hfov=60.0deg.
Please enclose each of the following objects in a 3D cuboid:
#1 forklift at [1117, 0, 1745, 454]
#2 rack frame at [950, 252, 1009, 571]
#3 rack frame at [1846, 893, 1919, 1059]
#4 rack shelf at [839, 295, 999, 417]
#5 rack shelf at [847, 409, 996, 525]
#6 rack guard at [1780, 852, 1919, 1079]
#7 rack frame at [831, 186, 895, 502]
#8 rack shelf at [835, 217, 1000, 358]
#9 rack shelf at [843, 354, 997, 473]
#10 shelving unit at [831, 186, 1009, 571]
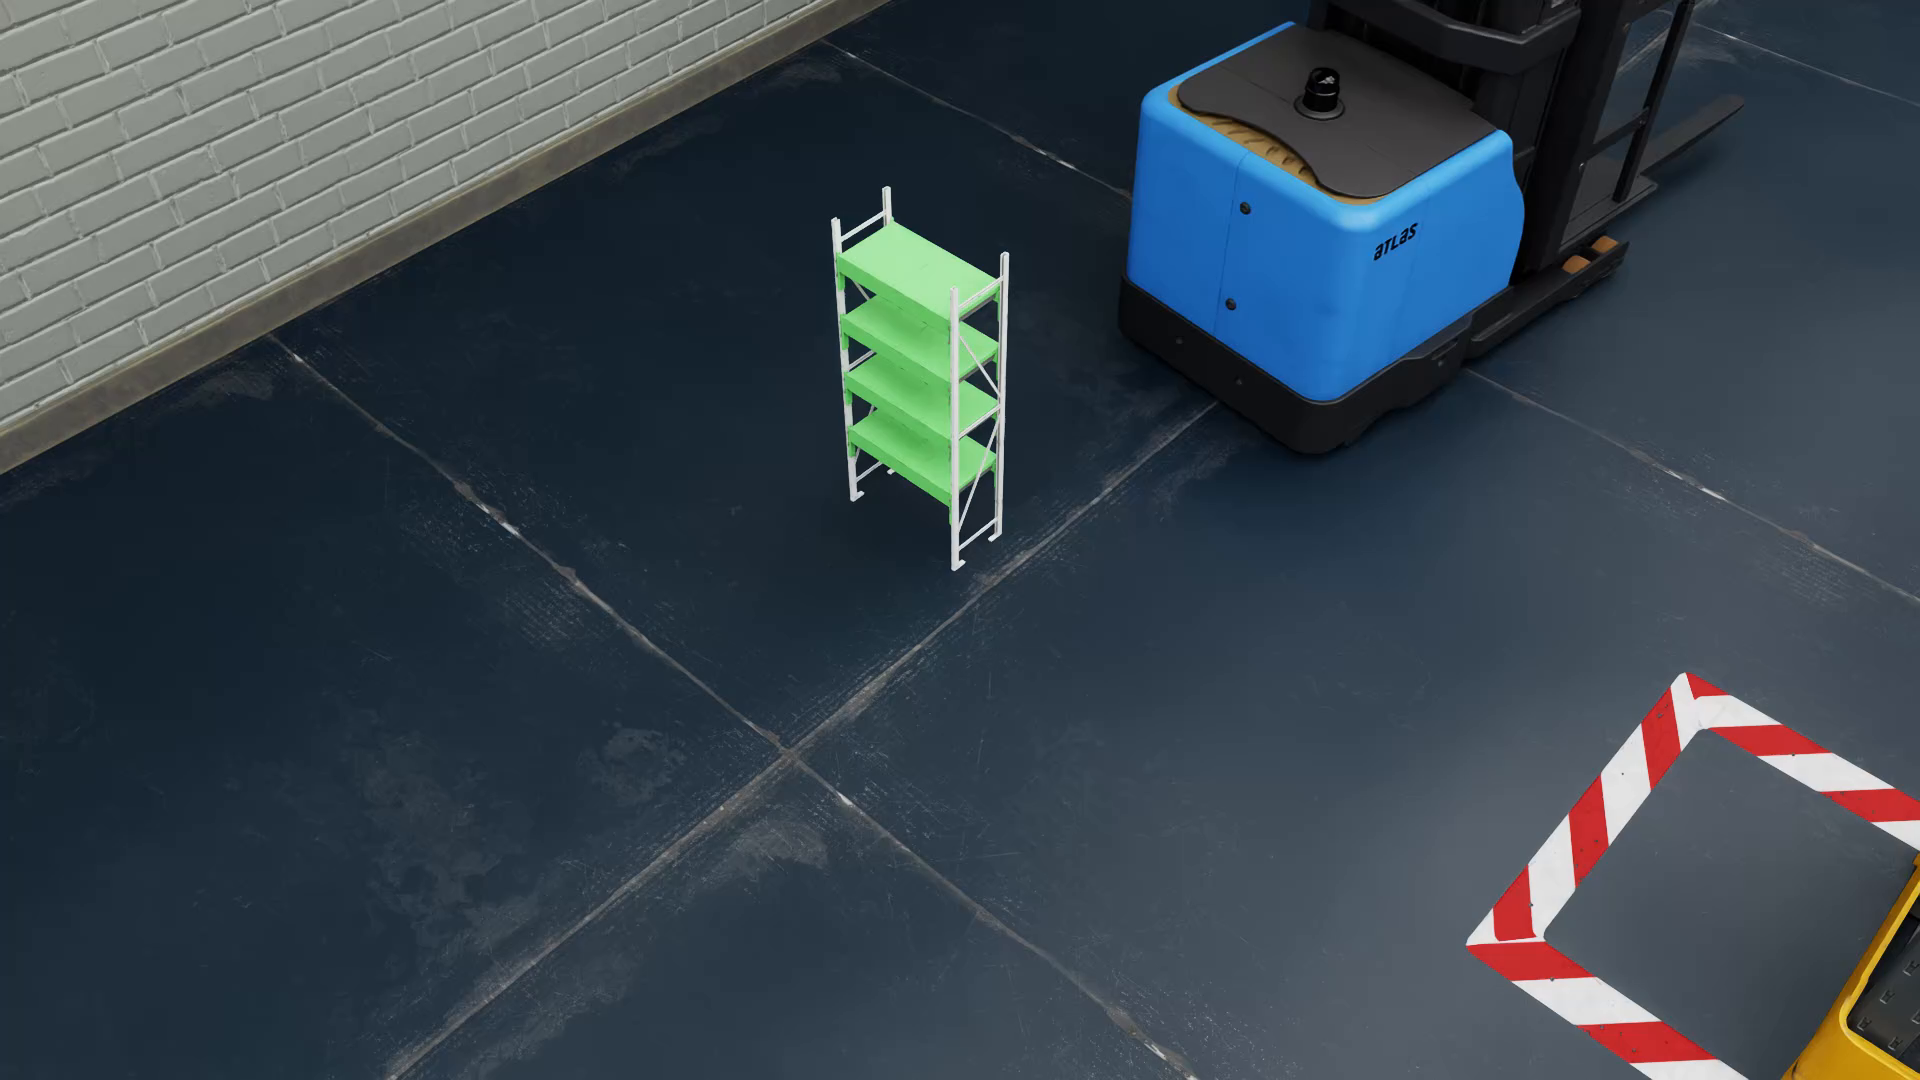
[{"bbox_3d":[2.058,-2.237,5.839,3.031,2.935,1.130,-32,55,-26],"label":"forklift"},{"bbox_3d":[0.058,-0.372,5.276,0.015,1.200,0.240,34,55,28],"label":"rack frame"},{"bbox_3d":[2.542,0.216,3.490,0.053,2.616,0.949,34,55,28],"label":"rack frame"},{"bbox_3d":[-0.122,-0.613,5.261,0.480,0.148,0.258,34,55,28],"label":"rack shelf"},{"bbox_3d":[-0.122,-0.285,5.611,0.480,0.148,0.258,34,55,28],"label":"rack shelf"},{"bbox_3d":[2.601,1.107,4.368,0.348,0.500,1.175,34,55,28],"label":"rack guard"},{"bbox_3d":[-0.301,-0.613,5.503,0.015,1.200,0.240,34,55,28],"label":"rack frame"},{"bbox_3d":[-0.122,-0.777,5.086,0.480,0.148,0.258,34,55,28],"label":"rack shelf"},{"bbox_3d":[-0.122,-0.449,5.436,0.480,0.148,0.258,34,55,28],"label":"rack shelf"},{"bbox_3d":[-0.122,-0.493,5.389,0.503,1.200,0.258,34,55,28],"label":"shelving unit"}]
